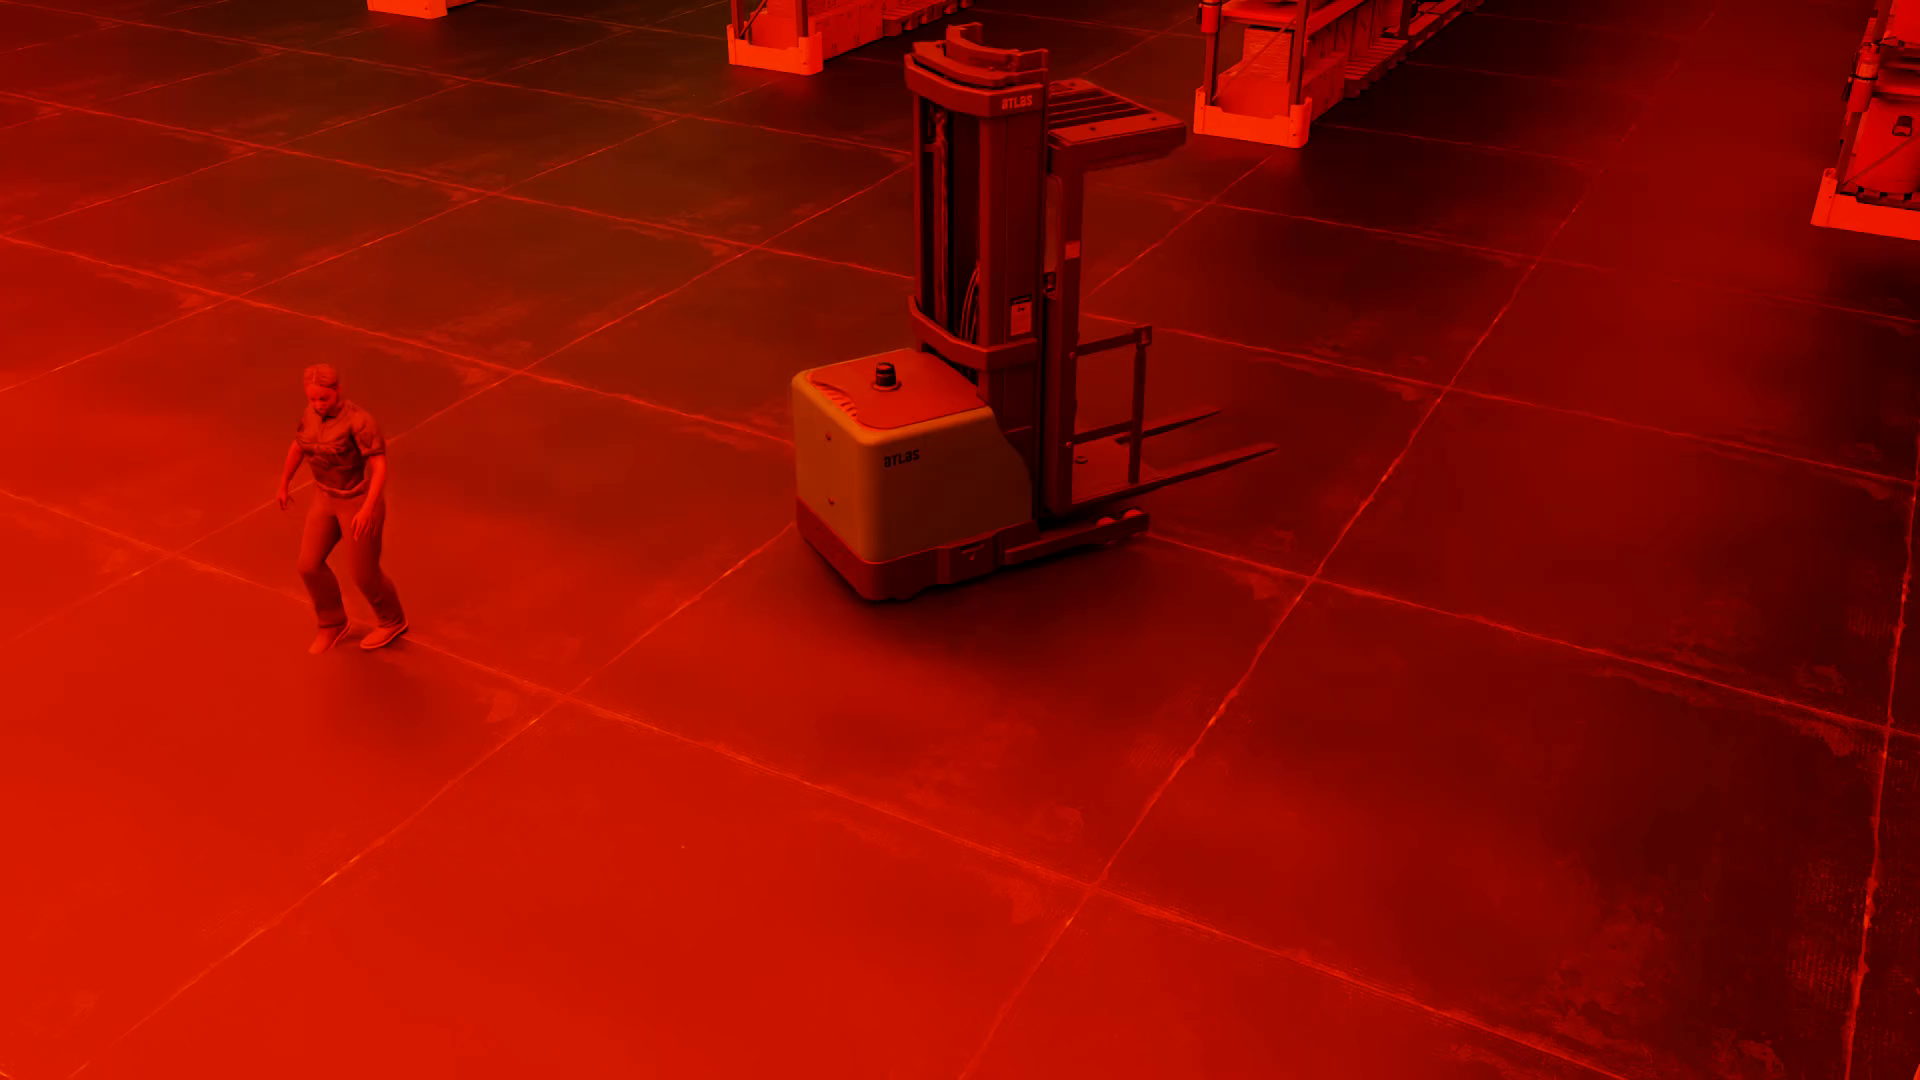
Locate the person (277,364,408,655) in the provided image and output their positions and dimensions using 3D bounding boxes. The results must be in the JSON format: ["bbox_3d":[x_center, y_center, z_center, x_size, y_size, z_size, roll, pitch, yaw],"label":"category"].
[{"bbox_3d":[-3.233,-0.122,8.639,0.872,1.686,0.479,17,34,26],"label":"person"}]

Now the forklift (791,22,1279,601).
[{"bbox_3d":[0.556,-1.451,9.584,3.031,2.935,1.130,-16,34,-25],"label":"forklift"}]
